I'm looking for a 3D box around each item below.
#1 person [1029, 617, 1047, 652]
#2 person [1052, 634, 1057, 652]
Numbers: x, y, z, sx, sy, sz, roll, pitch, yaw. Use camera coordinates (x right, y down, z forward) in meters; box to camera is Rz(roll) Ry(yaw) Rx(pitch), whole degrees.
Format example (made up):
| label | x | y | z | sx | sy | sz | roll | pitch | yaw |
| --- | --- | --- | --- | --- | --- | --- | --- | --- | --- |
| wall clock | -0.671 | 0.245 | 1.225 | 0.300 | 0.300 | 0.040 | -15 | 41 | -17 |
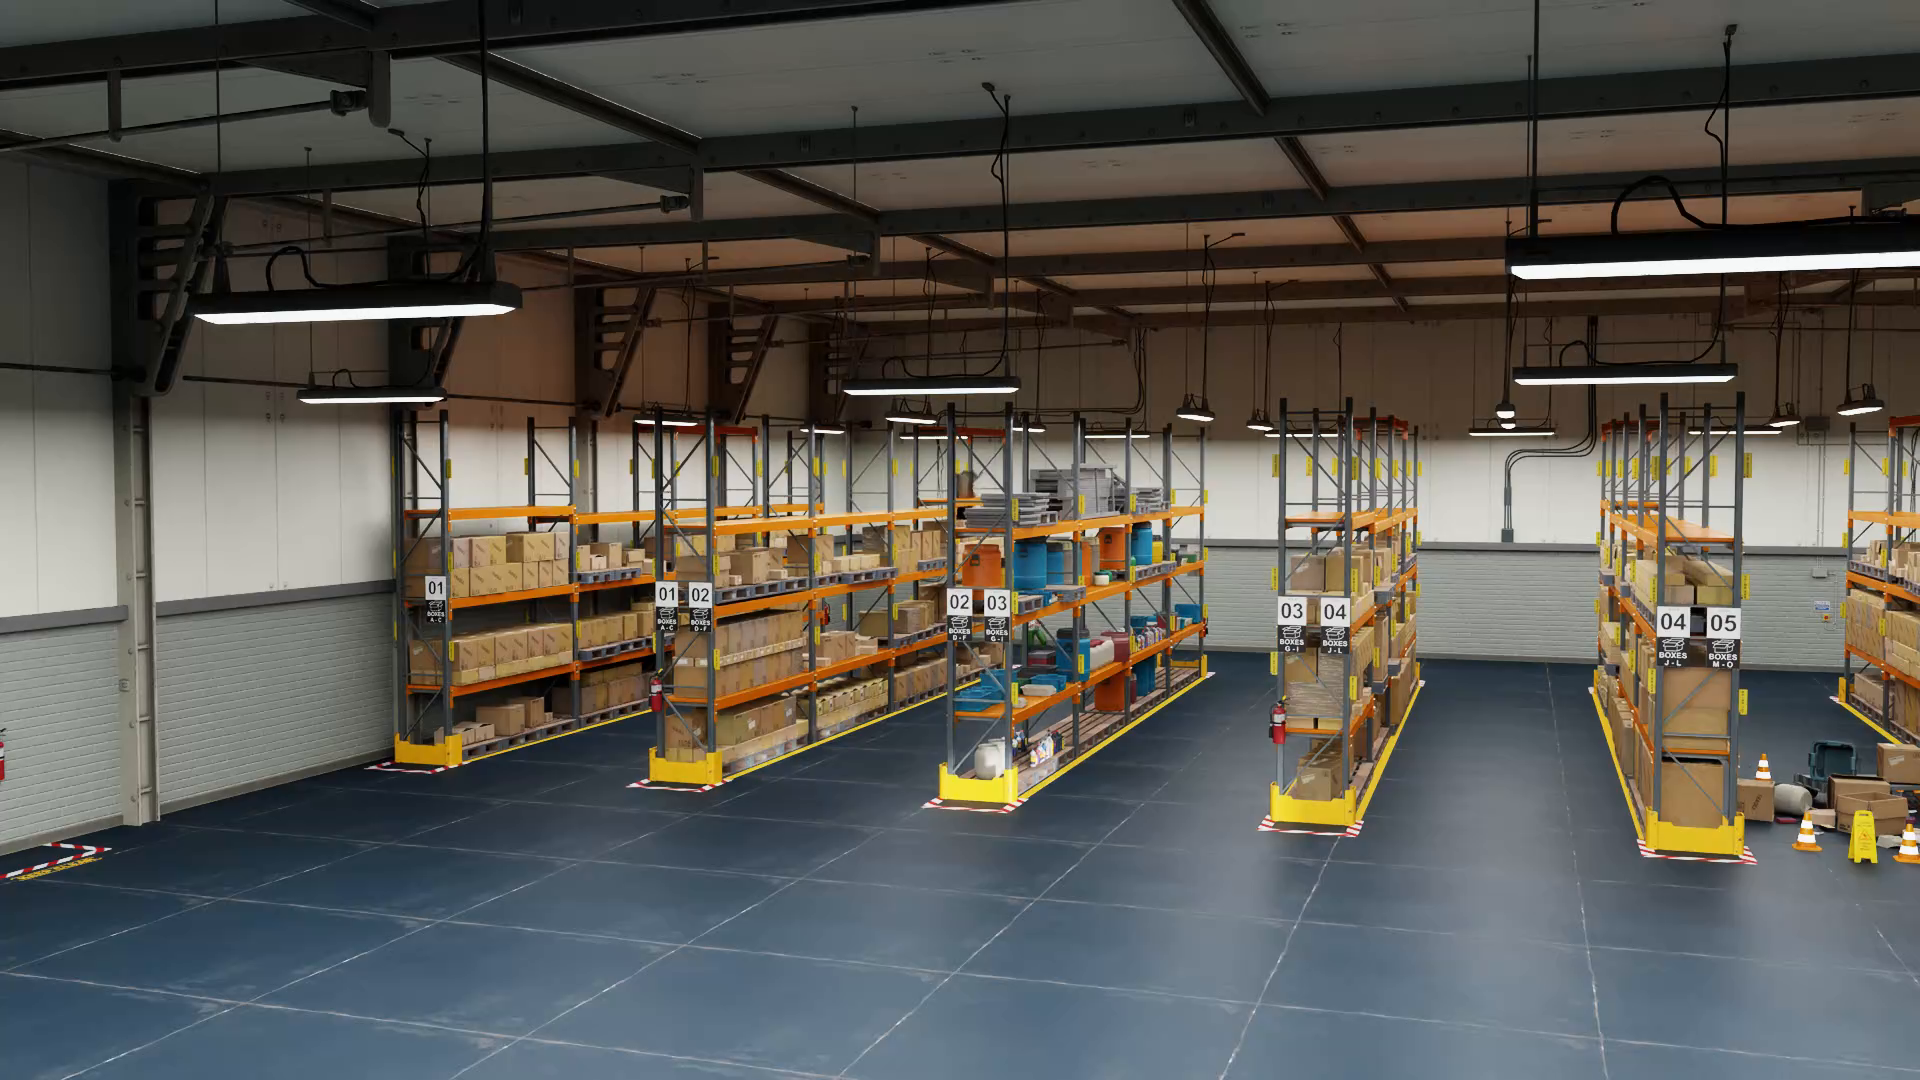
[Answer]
| label | x | y | z | sx | sy | sz | roll | pitch | yaw |
| --- | --- | --- | --- | --- | --- | --- | --- | --- | --- |
| person | 1.879 | 2.305 | 42.269 | 0.667 | 1.822 | 0.820 | -1 | 3 | -24 |
| person | 2.293 | 2.731 | 35.965 | 0.519 | 1.459 | 0.958 | 2 | 3 | 39 |
